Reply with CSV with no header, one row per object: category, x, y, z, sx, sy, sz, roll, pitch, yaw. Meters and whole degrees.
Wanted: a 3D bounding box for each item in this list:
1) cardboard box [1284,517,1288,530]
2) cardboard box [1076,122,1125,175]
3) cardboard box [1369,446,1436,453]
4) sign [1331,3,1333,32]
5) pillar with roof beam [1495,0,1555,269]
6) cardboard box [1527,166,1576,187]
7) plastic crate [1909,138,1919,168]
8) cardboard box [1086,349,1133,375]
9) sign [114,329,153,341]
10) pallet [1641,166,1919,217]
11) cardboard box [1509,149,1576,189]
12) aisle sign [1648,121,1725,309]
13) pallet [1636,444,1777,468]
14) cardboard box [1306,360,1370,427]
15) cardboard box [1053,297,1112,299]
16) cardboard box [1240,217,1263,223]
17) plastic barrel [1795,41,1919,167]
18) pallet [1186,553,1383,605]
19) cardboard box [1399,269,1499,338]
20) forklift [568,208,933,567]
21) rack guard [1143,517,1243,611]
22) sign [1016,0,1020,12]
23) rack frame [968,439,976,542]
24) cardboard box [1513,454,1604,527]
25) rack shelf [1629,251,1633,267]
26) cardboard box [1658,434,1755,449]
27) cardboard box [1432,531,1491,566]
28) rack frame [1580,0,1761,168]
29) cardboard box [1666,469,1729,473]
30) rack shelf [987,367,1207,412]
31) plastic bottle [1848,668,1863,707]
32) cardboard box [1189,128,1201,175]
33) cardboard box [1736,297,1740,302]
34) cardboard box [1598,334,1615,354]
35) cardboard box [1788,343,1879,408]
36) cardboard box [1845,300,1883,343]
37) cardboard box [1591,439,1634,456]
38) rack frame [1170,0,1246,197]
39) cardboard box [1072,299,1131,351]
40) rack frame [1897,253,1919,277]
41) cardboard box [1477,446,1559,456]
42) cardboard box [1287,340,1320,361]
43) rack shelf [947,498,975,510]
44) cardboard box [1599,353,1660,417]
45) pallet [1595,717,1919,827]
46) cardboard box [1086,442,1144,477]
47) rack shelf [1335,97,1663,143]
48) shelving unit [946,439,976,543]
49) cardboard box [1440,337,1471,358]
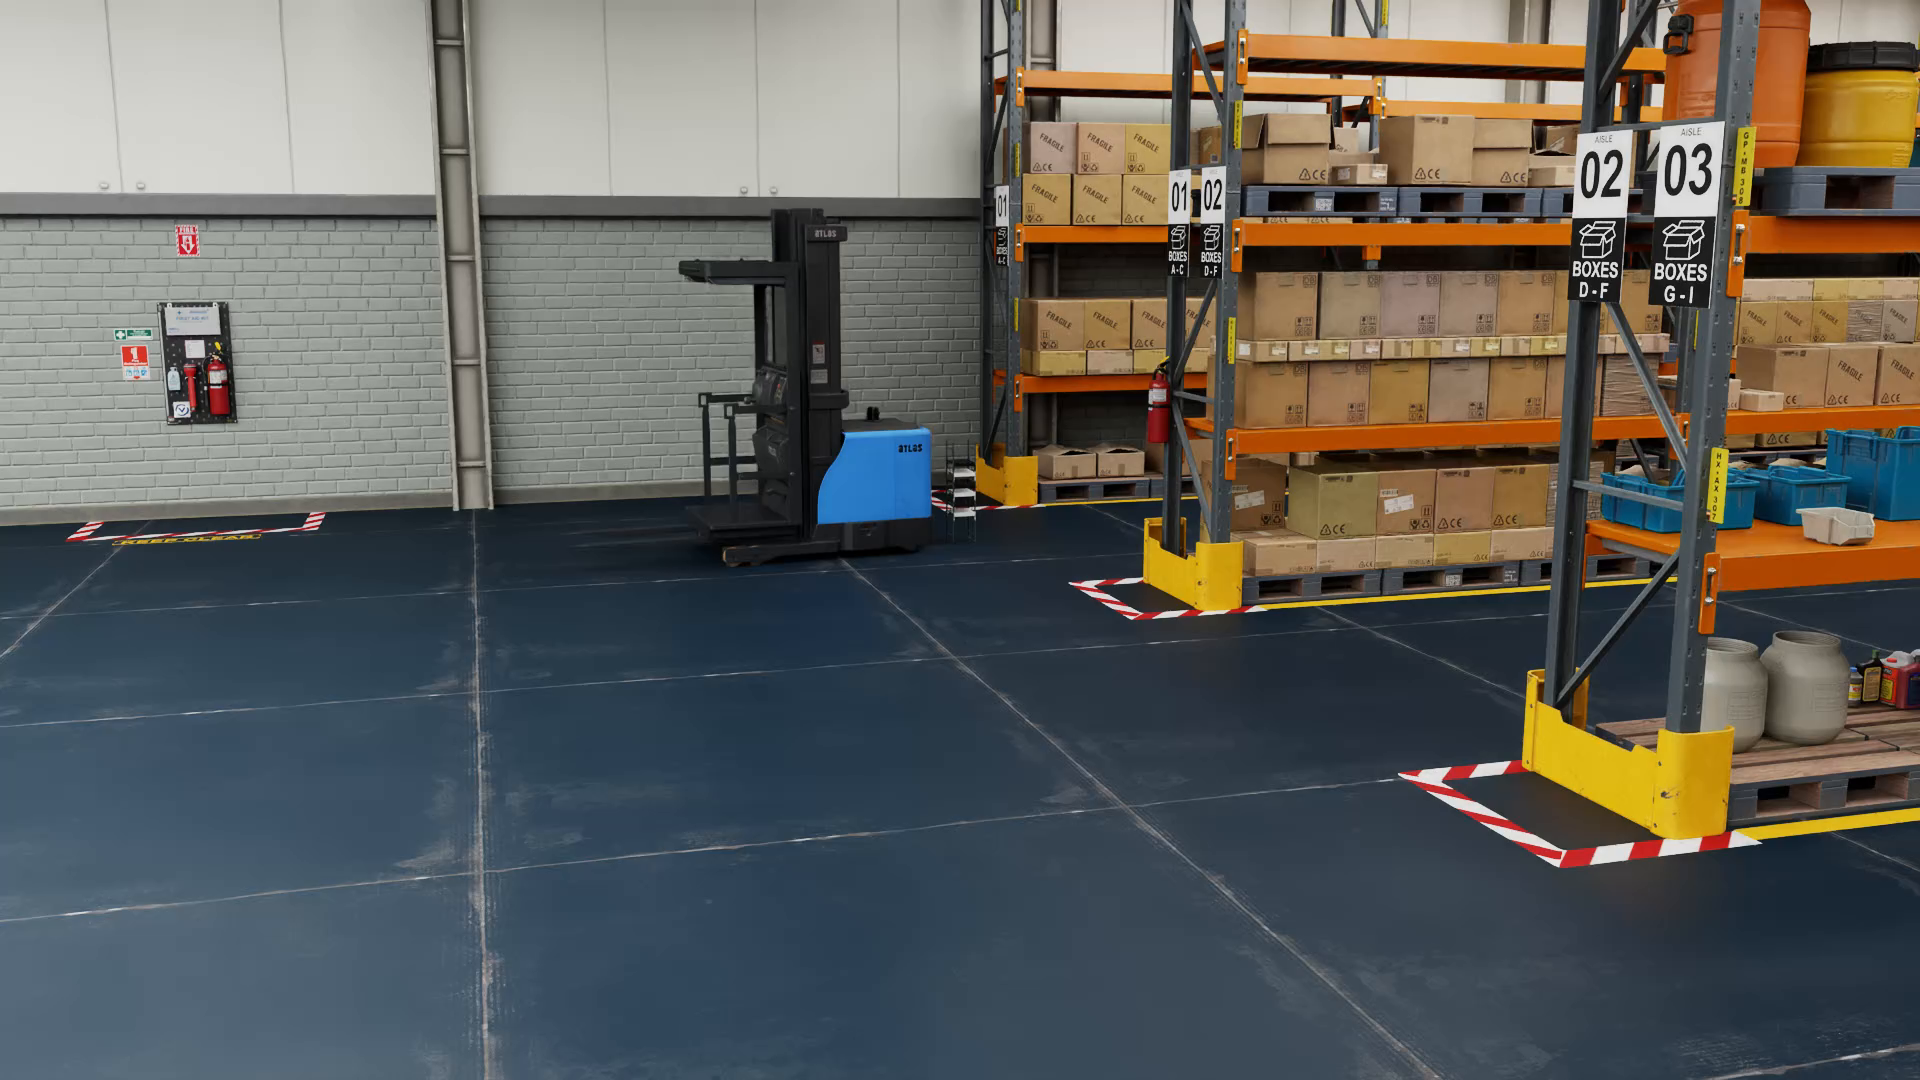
cardboard box,2.705,-0.021,13.313,0.500,0.250,0.500,-3,11,-16
cardboard box,1.341,-3.942,16.797,0.500,0.500,0.500,-3,11,-17
cardboard box,4.951,-1.152,18.707,0.500,0.500,0.700,-3,11,-14
sign,4.088,-5.709,18.183,0.005,0.325,0.100,-3,11,-16
pillar with roof beam,7.802,-4.614,15.254,0.400,9.000,9.100,-3,11,-16
cardboard box,4.555,-2.782,12.737,0.250,0.149,0.380,-3,11,-16
plastic crate,4.924,-1.816,8.387,0.575,0.384,0.392,-3,11,-16
cardboard box,1.460,-1.857,17.206,0.500,0.250,0.500,-3,11,-18
sign,-7.859,-1.953,15.807,0.331,0.109,0.001,-3,11,-16
pallet,3.999,-1.607,7.729,1.213,0.211,1.003,-3,11,-16
cardboard box,4.561,-2.964,13.274,0.500,0.311,0.500,-4,11,-19
aisle sign,3.190,-1.424,7.317,0.004,0.787,0.394,-3,11,-16
pallet,8.867,-0.983,19.800,1.213,0.211,1.003,-3,11,-16
cardboard box,2.751,-1.159,12.783,0.500,0.500,0.700,-3,11,-14
cardboard box,1.287,-2.312,17.607,0.500,0.500,0.500,-3,11,-15
cardboard box,2.822,-3.532,17.333,0.500,0.500,0.500,-3,11,-18
plastic barrel,4.236,-2.054,7.955,0.600,0.588,0.600,0,10,0
pallet,2.519,0.264,13.029,1.213,0.211,1.003,-3,11,-16
cardboard box,3.767,-1.851,12.958,0.500,0.500,0.700,-3,11,-16
forklift,-1.806,-1.327,14.157,3.031,2.935,1.130,-4,11,-21
rack guard,1.773,0.169,12.746,0.348,0.500,1.175,-3,11,-16
sign,0.560,-5.277,16.056,0.005,0.325,0.100,-3,11,-16
rack frame,0.105,-0.448,14.995,0.006,0.900,0.240,-3,11,-16
cardboard box,4.769,-0.402,13.309,0.500,0.500,0.500,-3,11,-16
rack shelf,7.557,-2.486,13.970,4.000,0.370,1.077,-3,11,-16
cardboard box,8.832,-1.491,19.637,0.750,0.750,0.750,-3,11,-17
cardboard box,3.814,0.020,13.086,0.500,0.250,0.500,-3,11,-16
rack frame,3.177,-3.150,7.305,0.127,3.000,1.000,-3,11,-16
cardboard box,6.443,-0.492,14.317,0.500,0.311,0.500,-3,11,-14
rack shelf,2.328,-1.670,17.818,4.000,0.370,1.077,-3,11,-16
plastic bottle,4.818,0.791,8.981,0.097,0.201,0.097,0,10,0
cardboard box,2.234,-4.090,17.602,0.500,0.500,0.500,-3,11,-16
cardboard box,8.625,-2.881,19.186,0.500,0.250,0.500,-3,11,-15
cardboard box,4.947,-1.555,13.141,0.250,0.149,0.380,-3,11,-18
cardboard box,7.365,-1.401,14.095,0.500,0.500,0.500,-3,11,-16
cardboard box,10.585,-2.616,19.820,0.500,0.500,0.500,-3,11,-16
cardboard box,7.412,-1.269,19.342,0.500,0.500,0.700,-3,11,-15
rack frame,1.796,-4.012,11.984,0.127,3.000,1.000,-3,11,-16
cardboard box,1.428,-2.222,17.121,0.500,0.500,0.500,-3,11,-16
rack frame,11.930,-2.530,20.502,0.127,3.000,1.000,-3,11,-16
cardboard box,4.626,-0.491,13.793,0.500,0.500,0.500,-3,11,-16
cardboard box,2.486,-1.426,12.439,0.250,0.149,0.380,-3,11,-17
rack shelf,0.008,-0.322,14.990,0.200,0.077,0.258,-3,11,-16
cardboard box,5.212,-1.289,13.489,0.500,0.500,0.700,-3,11,-17
pallet,4.018,1.119,8.384,1.213,0.211,1.003,-3,11,-16
cardboard box,1.645,-0.865,17.669,0.500,0.311,0.500,-2,11,-11
rack shelf,6.169,-4.626,18.411,4.000,0.370,1.077,-3,11,-16
shelving unit,0.008,-0.443,14.967,0.210,0.900,0.258,-3,11,-16
cardboard box,3.709,-1.490,12.785,0.250,0.149,0.380,-3,11,-15
